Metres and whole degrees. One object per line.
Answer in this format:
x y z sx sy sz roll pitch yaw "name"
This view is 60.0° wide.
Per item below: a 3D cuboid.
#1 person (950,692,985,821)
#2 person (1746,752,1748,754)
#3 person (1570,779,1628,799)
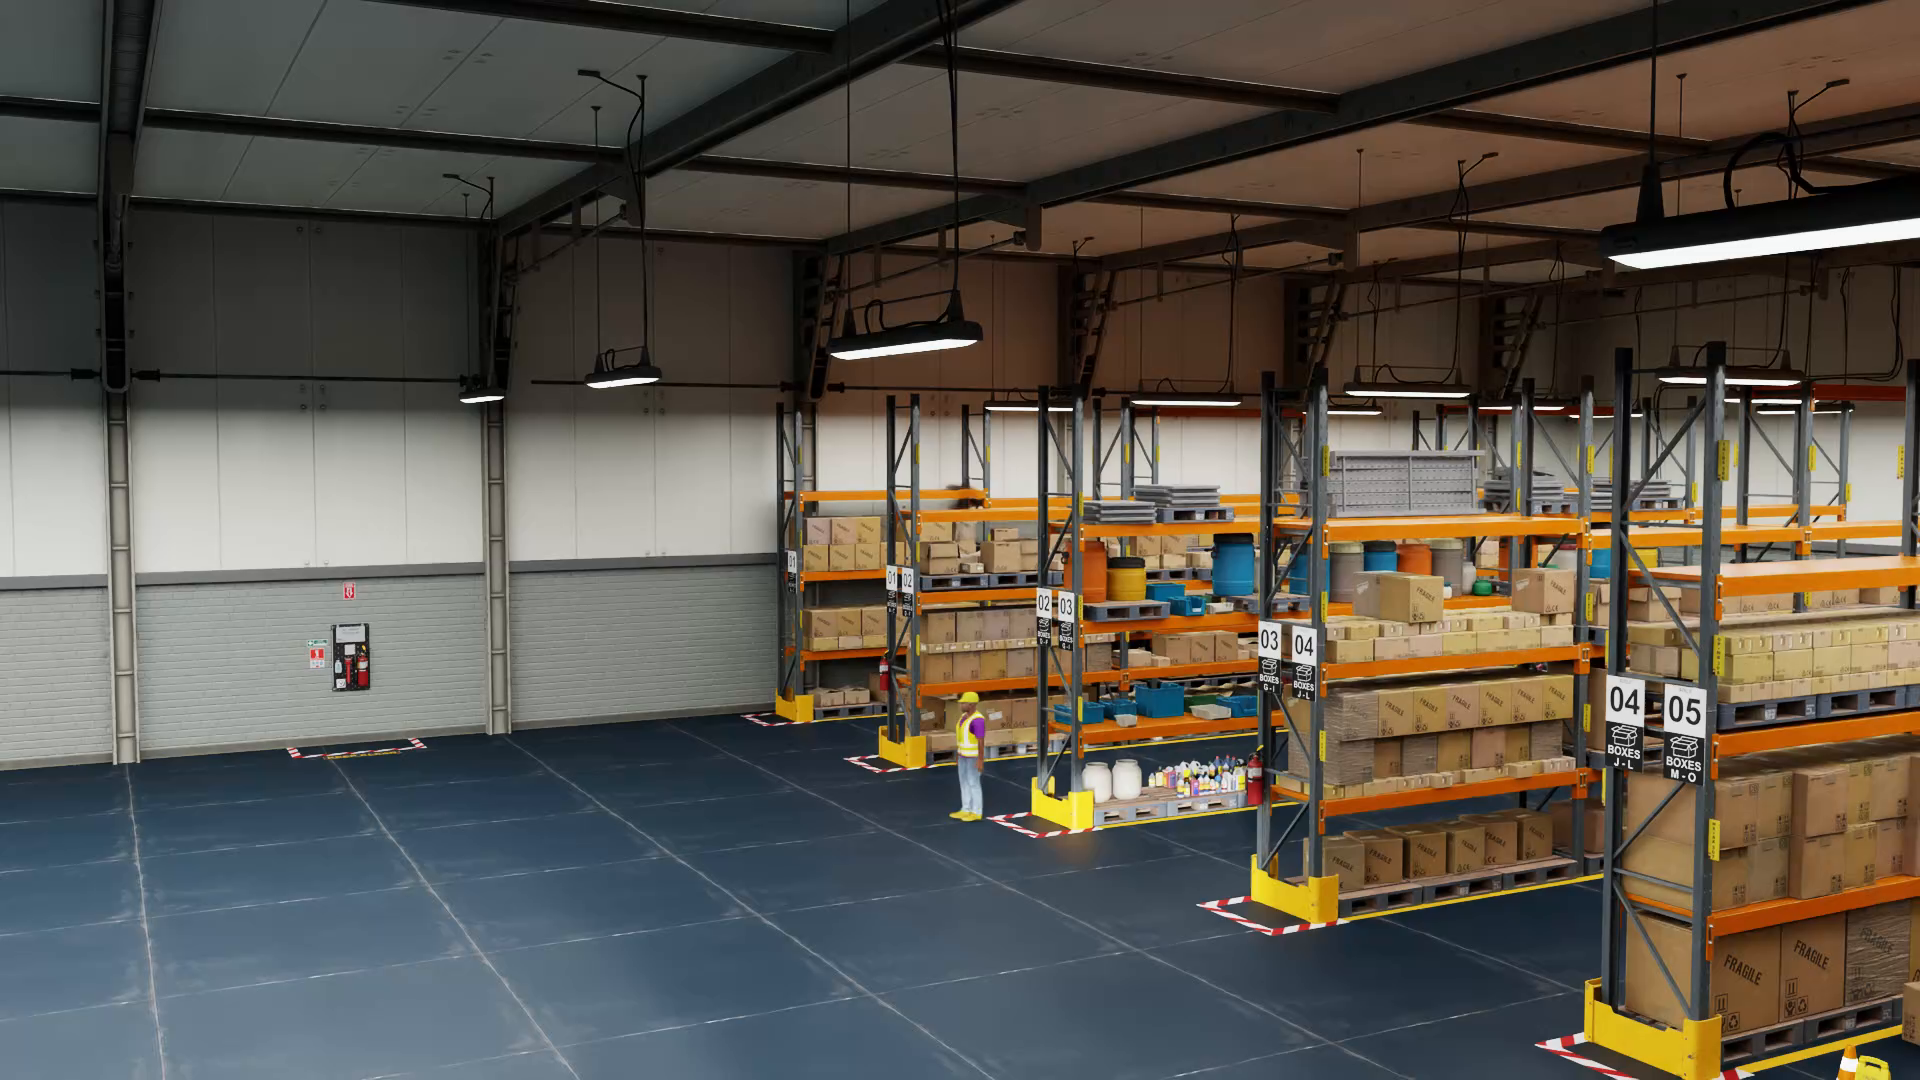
0.118 2.971 22.907 0.390 1.767 0.640 -2 4 -27 "person"
8.767 3.233 18.353 0.843 1.795 0.726 -1 3 -20 "person"
9.263 2.985 23.945 1.039 1.613 0.418 -2 4 -30 "person"
